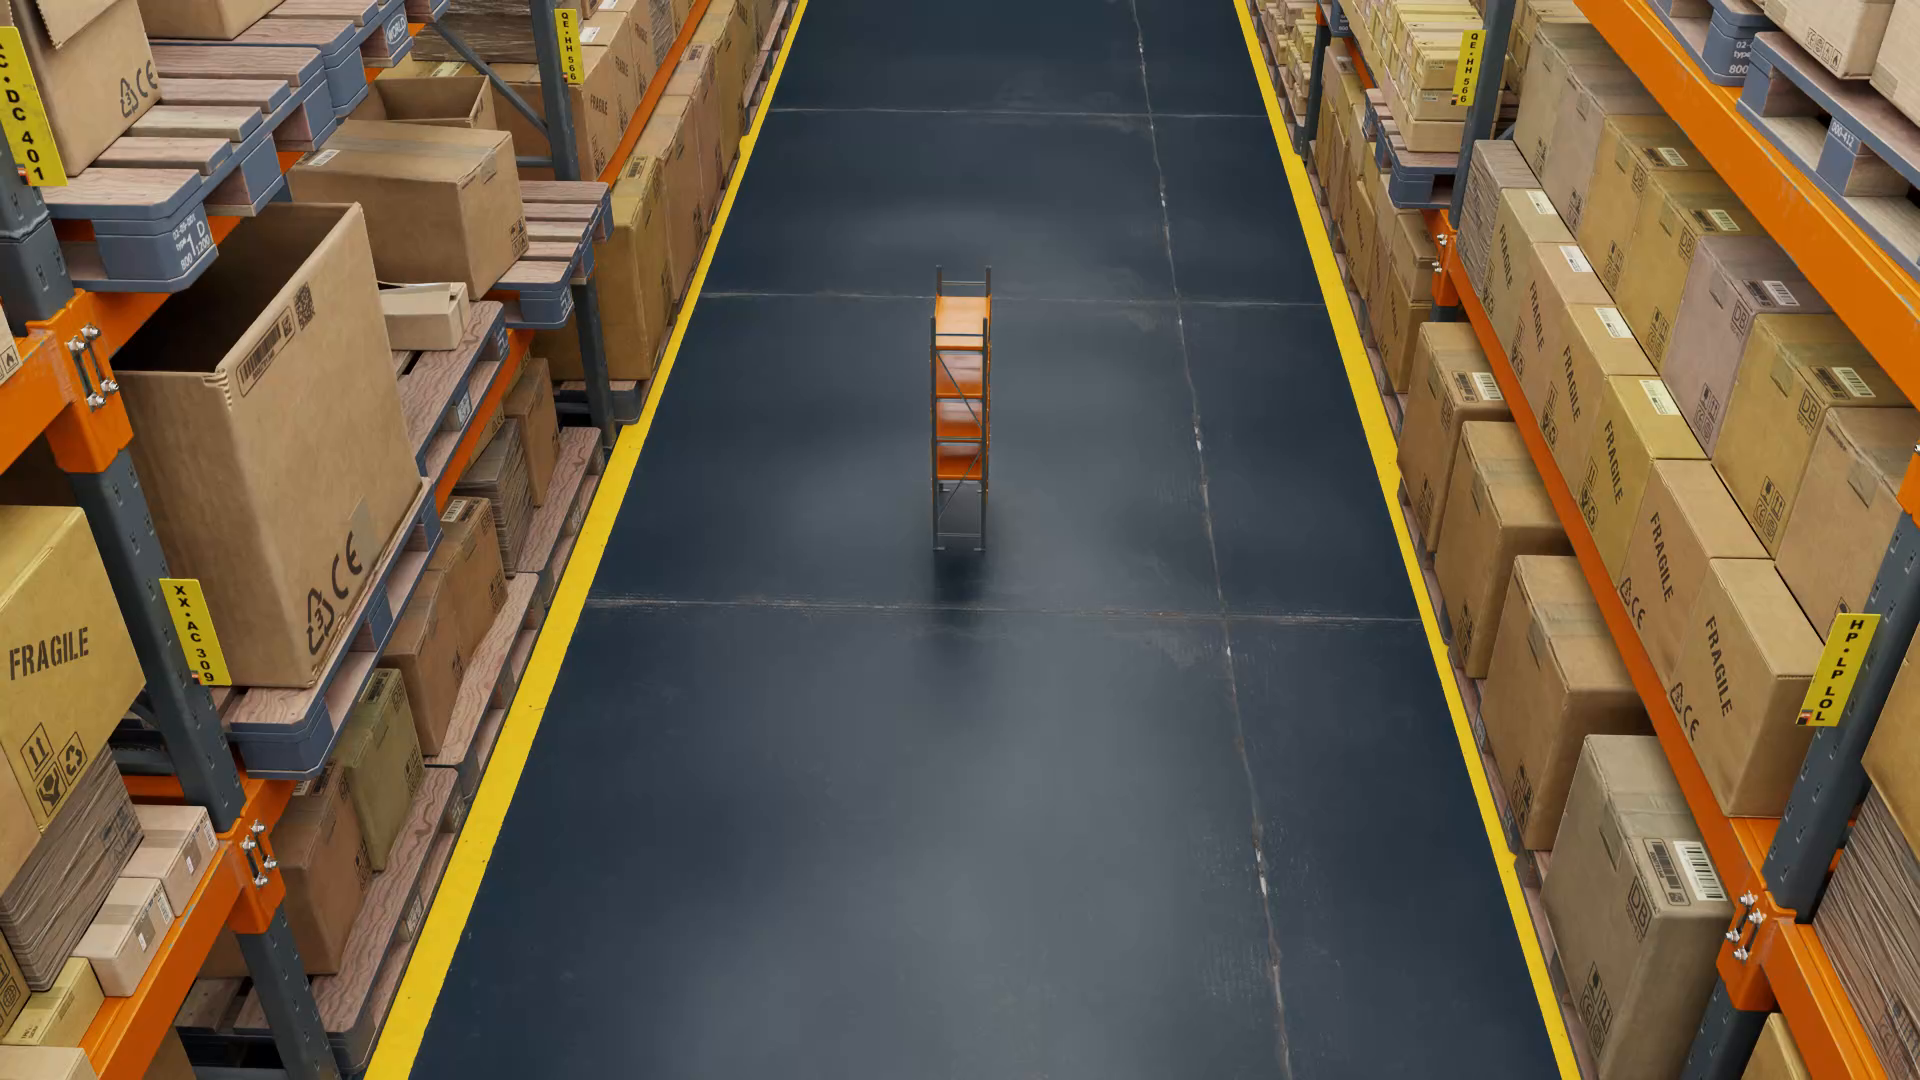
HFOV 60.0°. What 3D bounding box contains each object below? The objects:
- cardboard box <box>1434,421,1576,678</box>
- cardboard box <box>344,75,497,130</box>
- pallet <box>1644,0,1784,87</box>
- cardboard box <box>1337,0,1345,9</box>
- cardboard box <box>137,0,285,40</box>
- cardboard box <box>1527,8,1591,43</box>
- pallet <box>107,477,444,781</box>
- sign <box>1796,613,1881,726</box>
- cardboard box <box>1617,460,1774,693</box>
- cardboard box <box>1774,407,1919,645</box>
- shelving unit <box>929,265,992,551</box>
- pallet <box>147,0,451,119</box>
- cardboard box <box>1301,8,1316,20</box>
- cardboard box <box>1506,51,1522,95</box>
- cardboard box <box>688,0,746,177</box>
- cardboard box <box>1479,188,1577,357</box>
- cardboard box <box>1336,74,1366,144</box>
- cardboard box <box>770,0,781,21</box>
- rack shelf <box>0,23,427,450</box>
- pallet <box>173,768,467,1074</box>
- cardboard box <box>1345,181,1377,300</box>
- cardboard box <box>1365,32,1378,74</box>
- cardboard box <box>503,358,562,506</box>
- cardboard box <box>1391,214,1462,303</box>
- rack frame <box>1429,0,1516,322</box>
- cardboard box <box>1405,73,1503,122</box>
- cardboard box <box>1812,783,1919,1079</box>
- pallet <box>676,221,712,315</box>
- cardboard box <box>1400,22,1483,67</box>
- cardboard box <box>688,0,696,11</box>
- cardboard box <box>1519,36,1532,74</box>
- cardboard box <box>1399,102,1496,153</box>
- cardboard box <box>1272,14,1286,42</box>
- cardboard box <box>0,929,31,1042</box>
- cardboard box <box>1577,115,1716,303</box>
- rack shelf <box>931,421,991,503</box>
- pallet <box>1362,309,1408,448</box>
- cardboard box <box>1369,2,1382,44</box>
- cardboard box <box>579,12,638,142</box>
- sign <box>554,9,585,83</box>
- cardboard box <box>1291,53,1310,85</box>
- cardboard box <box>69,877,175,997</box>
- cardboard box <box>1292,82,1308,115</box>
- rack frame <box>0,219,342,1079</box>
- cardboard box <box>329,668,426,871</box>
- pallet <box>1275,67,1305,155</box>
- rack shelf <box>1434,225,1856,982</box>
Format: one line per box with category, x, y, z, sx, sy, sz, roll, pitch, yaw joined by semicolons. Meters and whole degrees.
cardboard box;2.554;0.047;6.666;1.050;0.750;0.750;2;35;3
cardboard box;-2.233;-1.626;7.002;0.500;0.500;0.500;-3;35;-4
pallet;2.685;-1.688;5.099;1.003;0.211;1.213;3;35;4
cardboard box;2.345;-3.110;9.419;0.380;0.149;0.250;0;35;0
cardboard box;-2.258;-1.677;4.463;0.797;0.503;0.637;3;35;4
cardboard box;2.935;-2.420;7.921;0.380;0.149;0.250;1;35;2
pallet;-2.236;0.217;5.000;1.003;0.211;1.213;1;35;2
sign;1.997;0.298;3.779;0.100;0.325;0.005;1;35;2
cardboard box;2.314;0.109;4.899;0.500;0.500;0.500;1;35;1
cardboard box;2.554;0.011;4.169;0.700;0.500;0.500;1;35;1
shelving unit;0.007;-0.586;7.540;0.258;1.200;0.503;1;35;2
pallet;-2.243;-1.525;4.865;1.213;0.211;1.003;1;35;2
cardboard box;2.677;-3.747;12.070;0.380;0.149;0.250;2;35;3
cardboard box;2.950;-2.337;8.320;0.380;0.149;0.250;3;35;4
cardboard box;-2.097;-2.957;10.831;1.225;0.875;0.875;1;35;2
cardboard box;2.395;-1.049;6.546;0.500;0.500;0.500;1;35;1
cardboard box;2.548;-2.581;9.971;0.500;0.250;0.500;2;35;3
cardboard box;-1.913;-4.731;13.355;0.875;0.875;0.875;1;35;2
rack shelf;-2.332;-1.508;5.304;1.077;0.370;4.000;1;35;2
pallet;-2.383;1.267;5.763;1.003;0.211;1.213;1;35;2
cardboard box;2.495;-1.687;9.351;0.500;0.500;0.500;0;35;0
cardboard box;2.305;-2.503;8.556;0.380;0.149;0.250;0;35;0
cardboard box;-2.259;-0.496;7.639;0.700;0.500;0.500;0;35;-1
cardboard box;2.466;-1.407;8.299;0.500;0.250;0.500;1;35;1
rack frame;2.700;-1.552;7.349;1.000;3.000;0.127;1;35;2
cardboard box;2.265;-2.037;7.634;0.380;0.149;0.250;2;35;3
cardboard box;2.537;0.897;3.734;0.875;0.550;0.550;1;35;2
pallet;-2.093;-1.734;10.033;1.003;0.211;1.213;1;35;2
cardboard box;2.274;-2.300;7.750;0.380;0.149;0.250;1;35;1
cardboard box;-1.864;-3.504;10.040;0.500;0.500;0.500;2;35;3
cardboard box;2.937;-2.325;8.044;0.380;0.149;0.250;0;35;0
cardboard box;2.261;-1.915;7.719;0.380;0.149;0.250;2;35;3
cardboard box;2.632;-3.971;12.905;0.380;0.149;0.250;1;35;2
cardboard box;-2.547;0.955;3.437;0.875;0.500;0.500;1;35;2
cardboard box;2.635;-1.159;5.833;0.700;0.500;0.500;1;35;1
rack shelf;0.007;-0.368;7.693;0.258;0.148;0.480;1;35;2
pallet;2.733;-0.860;8.790;1.003;0.211;1.213;1;35;2
cardboard box;2.305;-2.628;8.475;0.380;0.149;0.250;1;35;2
cardboard box;-1.942;-2.334;8.376;0.500;0.500;0.500;0;35;1
sign;-1.709;-2.158;7.274;0.100;0.325;0.005;1;35;2
cardboard box;2.554;-3.321;11.722;0.380;0.149;0.250;0;35;0
cardboard box;-2.147;0.950;4.007;0.380;0.149;0.250;1;35;2
cardboard box;2.536;-3.088;11.650;0.380;0.149;0.250;2;35;2
rack frame;-2.412;0.574;4.325;1.000;3.000;0.127;1;35;2
cardboard box;-2.328;0.791;5.808;0.700;0.500;0.500;1;35;2
pallet;2.853;-3.096;11.971;1.003;0.211;1.213;1;35;2
rack shelf;2.620;-0.108;5.921;1.077;0.370;4.000;1;35;2
